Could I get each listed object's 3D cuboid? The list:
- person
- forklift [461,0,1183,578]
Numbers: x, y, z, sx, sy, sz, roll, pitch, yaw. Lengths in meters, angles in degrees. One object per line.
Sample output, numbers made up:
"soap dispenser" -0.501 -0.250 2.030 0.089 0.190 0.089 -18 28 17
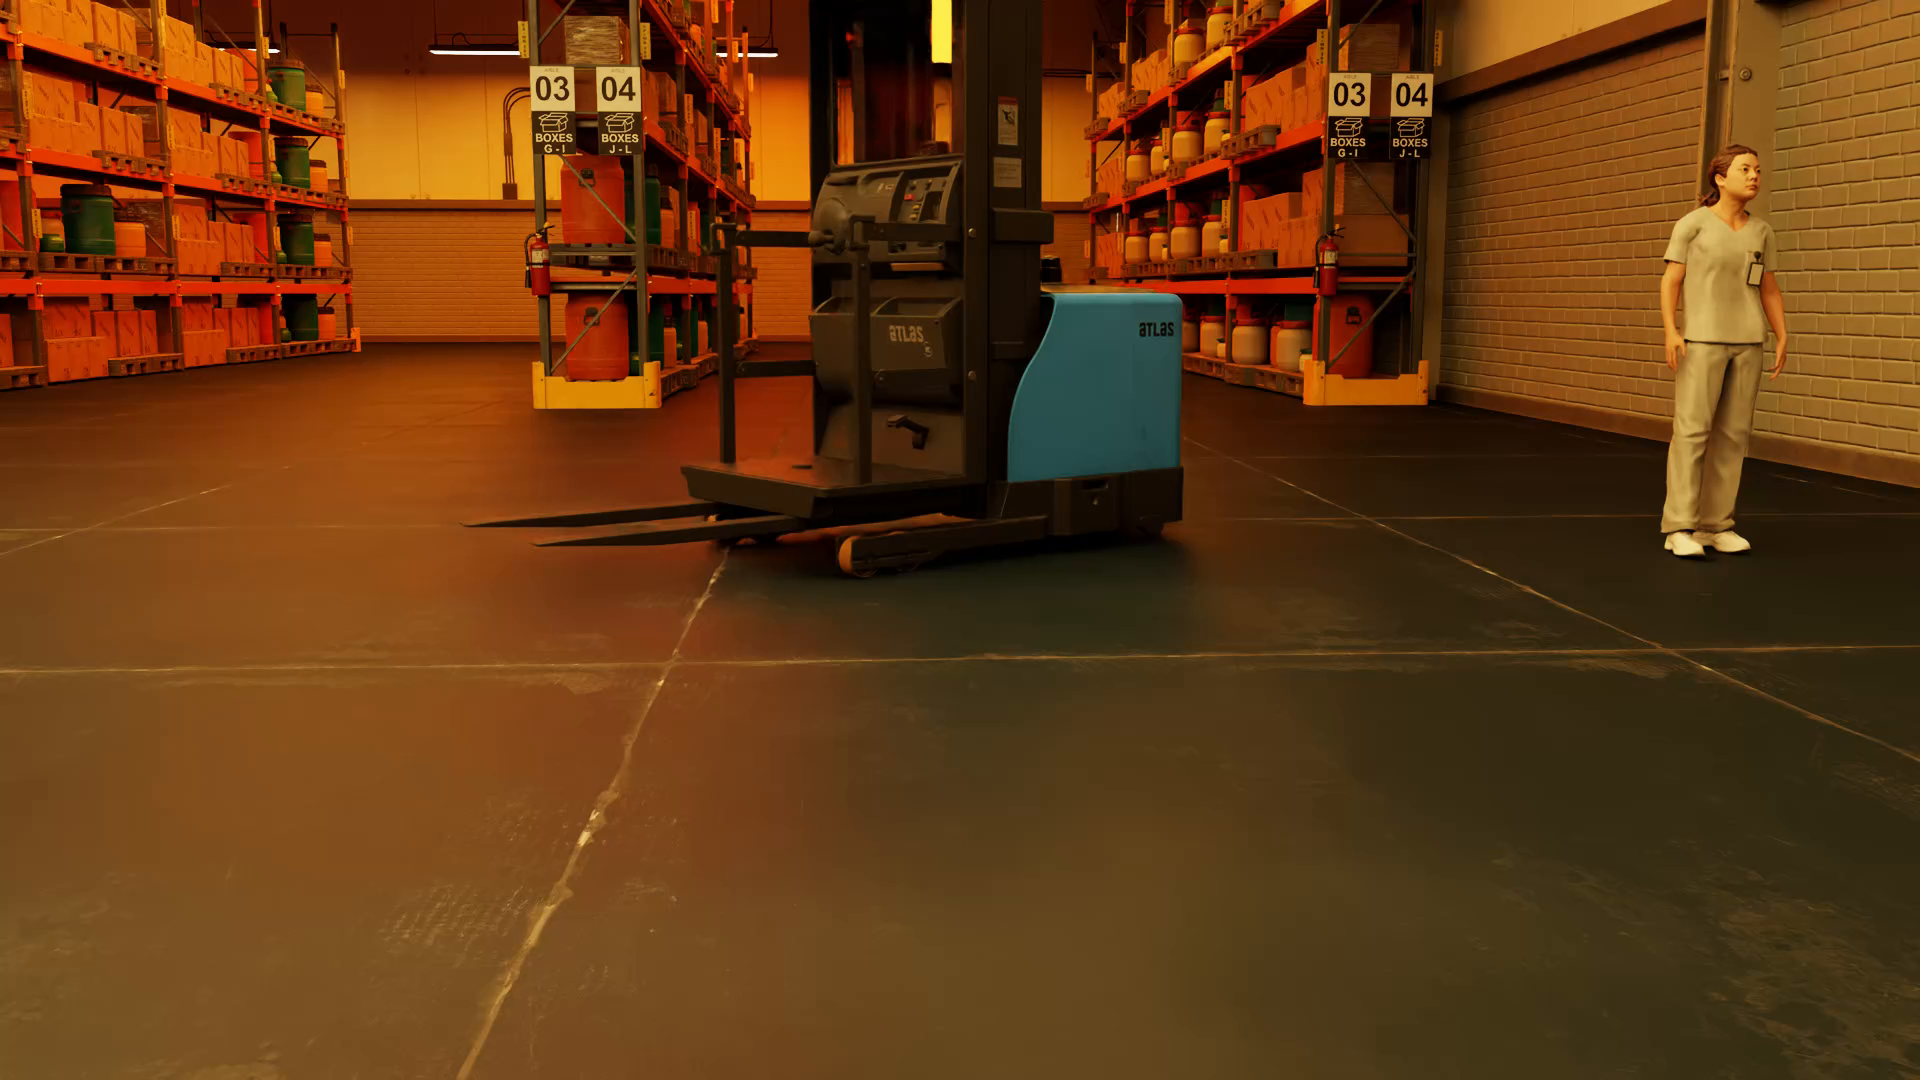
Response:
"person" 3.182 -0.788 6.874 0.543 1.675 0.550 -1 8 -5
"forklift" -0.472 -1.391 6.698 3.031 2.935 1.130 -7 11 -38
